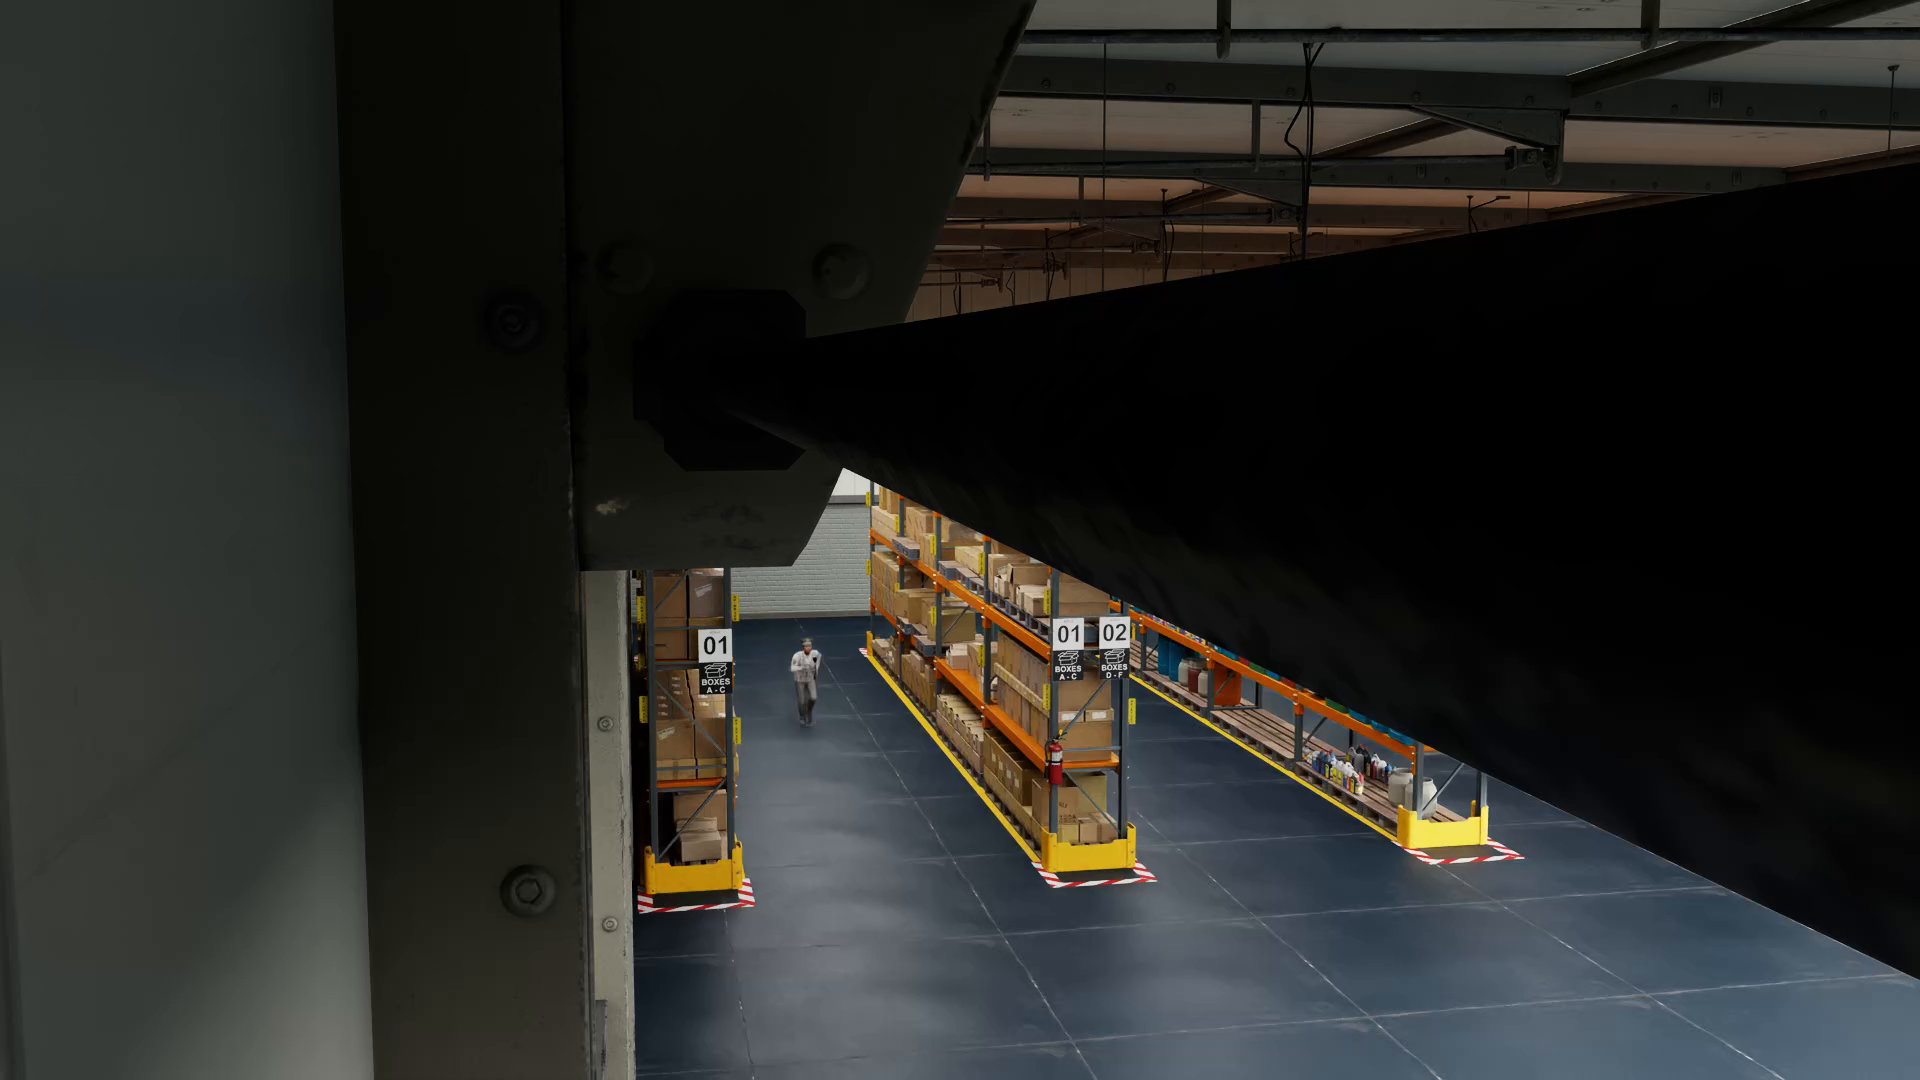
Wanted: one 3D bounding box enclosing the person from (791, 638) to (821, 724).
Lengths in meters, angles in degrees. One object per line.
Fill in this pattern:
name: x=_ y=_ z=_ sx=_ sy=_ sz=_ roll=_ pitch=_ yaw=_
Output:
person: x=-2.682 y=2.475 z=29.073 sx=0.593 sy=1.605 sz=0.811 roll=-2 pitch=6 yaw=-16
